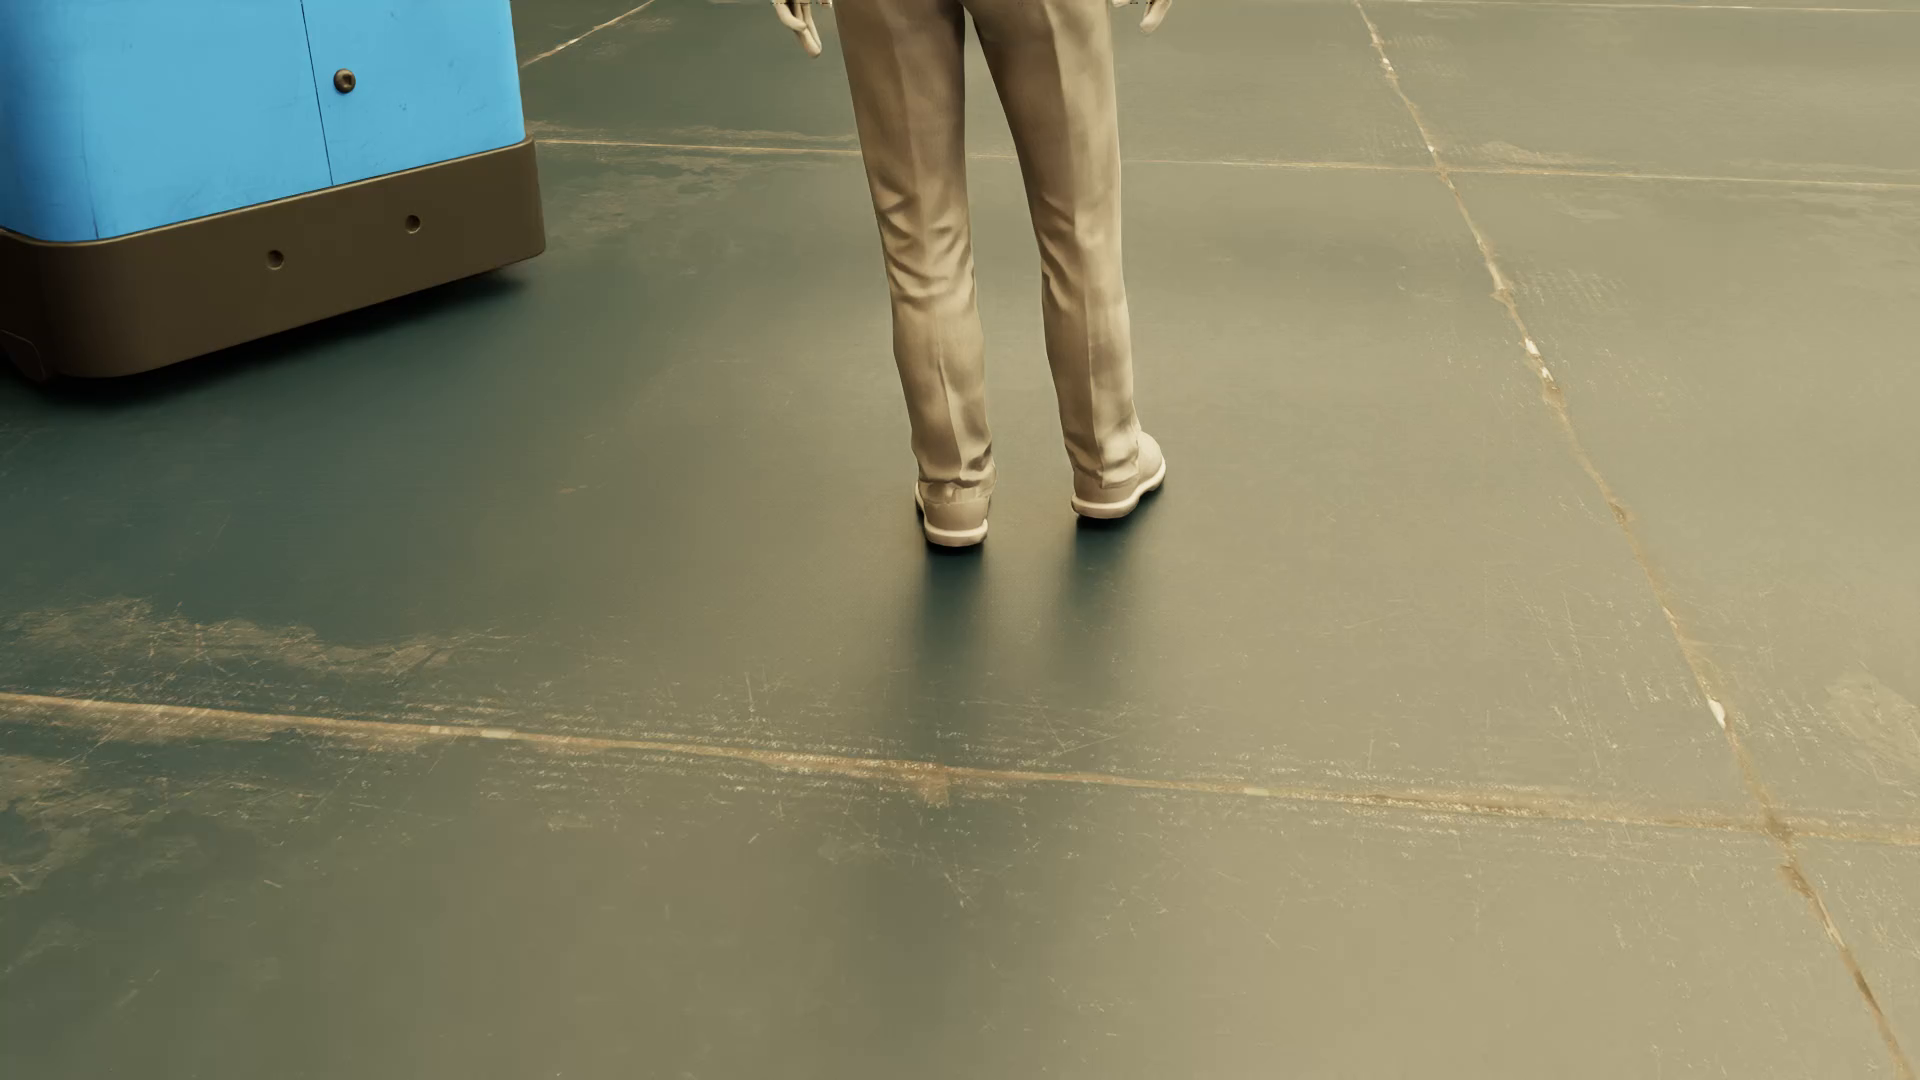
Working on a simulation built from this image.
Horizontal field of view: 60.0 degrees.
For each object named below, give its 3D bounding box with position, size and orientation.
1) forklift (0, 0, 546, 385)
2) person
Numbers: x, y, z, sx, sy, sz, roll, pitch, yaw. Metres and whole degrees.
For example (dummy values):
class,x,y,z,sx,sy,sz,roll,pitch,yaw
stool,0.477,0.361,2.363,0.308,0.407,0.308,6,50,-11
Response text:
class,x,y,z,sx,sy,sz,roll,pitch,yaw
forklift,-2.374,-2.106,3.439,3.031,2.935,1.130,19,32,33
person,0.015,-0.793,2.178,0.588,1.694,0.533,3,27,7
